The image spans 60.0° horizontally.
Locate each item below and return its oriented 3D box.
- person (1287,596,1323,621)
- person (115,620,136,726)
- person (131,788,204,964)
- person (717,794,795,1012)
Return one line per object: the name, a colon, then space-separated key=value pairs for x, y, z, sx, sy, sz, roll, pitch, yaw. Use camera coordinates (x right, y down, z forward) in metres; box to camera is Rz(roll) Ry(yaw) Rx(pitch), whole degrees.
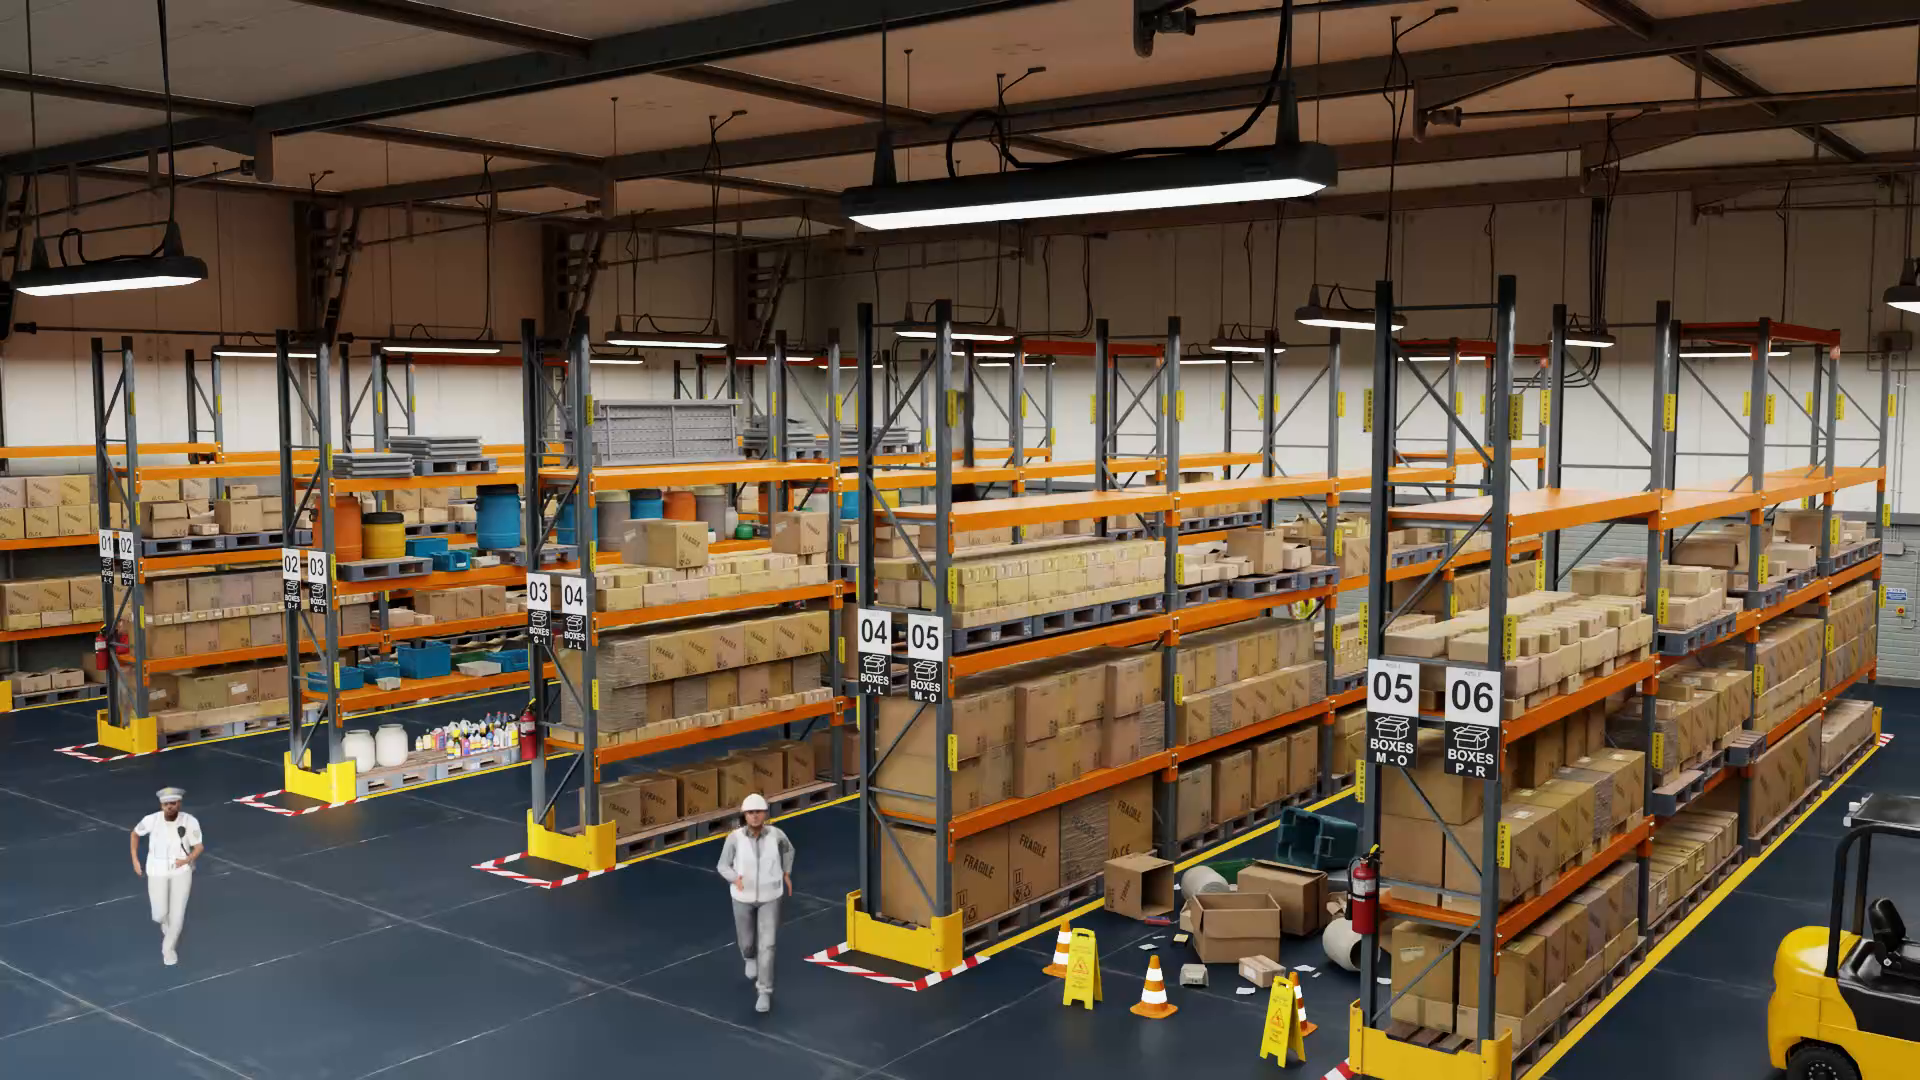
person: x=6.650 y=1.550 z=32.124 sx=0.705 sy=1.704 sz=0.964 roll=0 pitch=5 yaw=-1
person: x=-12.892 y=2.070 z=25.869 sx=0.697 sy=1.680 sz=0.681 roll=4 pitch=6 yaw=38
person: x=-7.200 y=3.044 z=15.102 sx=0.616 sy=1.648 sz=0.626 roll=-2 pitch=5 yaw=-21
person: x=-1.729 y=3.031 z=14.184 sx=0.673 sy=1.752 sz=0.946 roll=-1 pitch=5 yaw=-9
